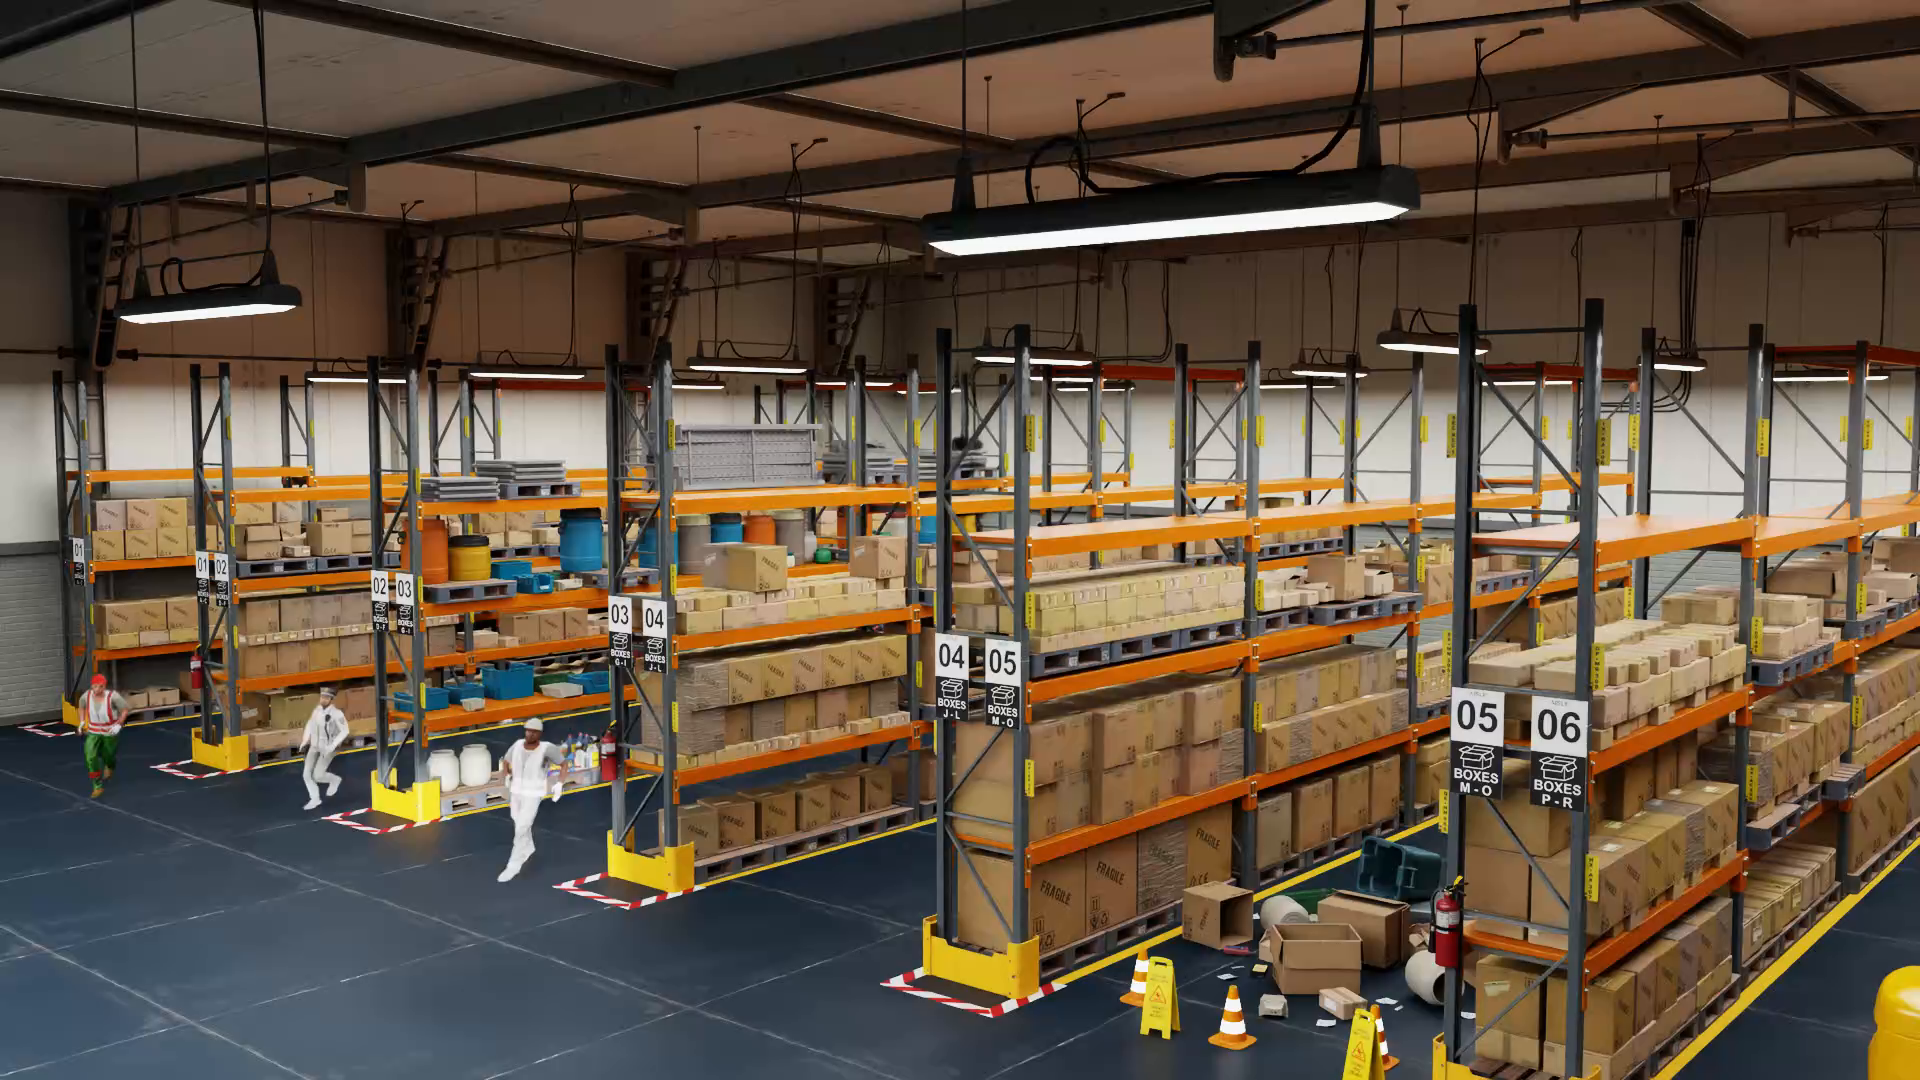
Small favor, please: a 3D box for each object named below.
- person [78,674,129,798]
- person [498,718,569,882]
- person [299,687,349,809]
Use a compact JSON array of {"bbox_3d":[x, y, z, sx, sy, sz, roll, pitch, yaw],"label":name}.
[{"bbox_3d":[-11.869,2.672,23.112,0.658,1.727,0.955,-1,4,-11],"label":"person"},{"bbox_3d":[-4.882,2.903,18.887,0.747,1.792,0.862,1,4,17],"label":"person"},{"bbox_3d":[-8.471,2.769,22.213,0.660,1.654,0.499,2,4,20],"label":"person"}]
